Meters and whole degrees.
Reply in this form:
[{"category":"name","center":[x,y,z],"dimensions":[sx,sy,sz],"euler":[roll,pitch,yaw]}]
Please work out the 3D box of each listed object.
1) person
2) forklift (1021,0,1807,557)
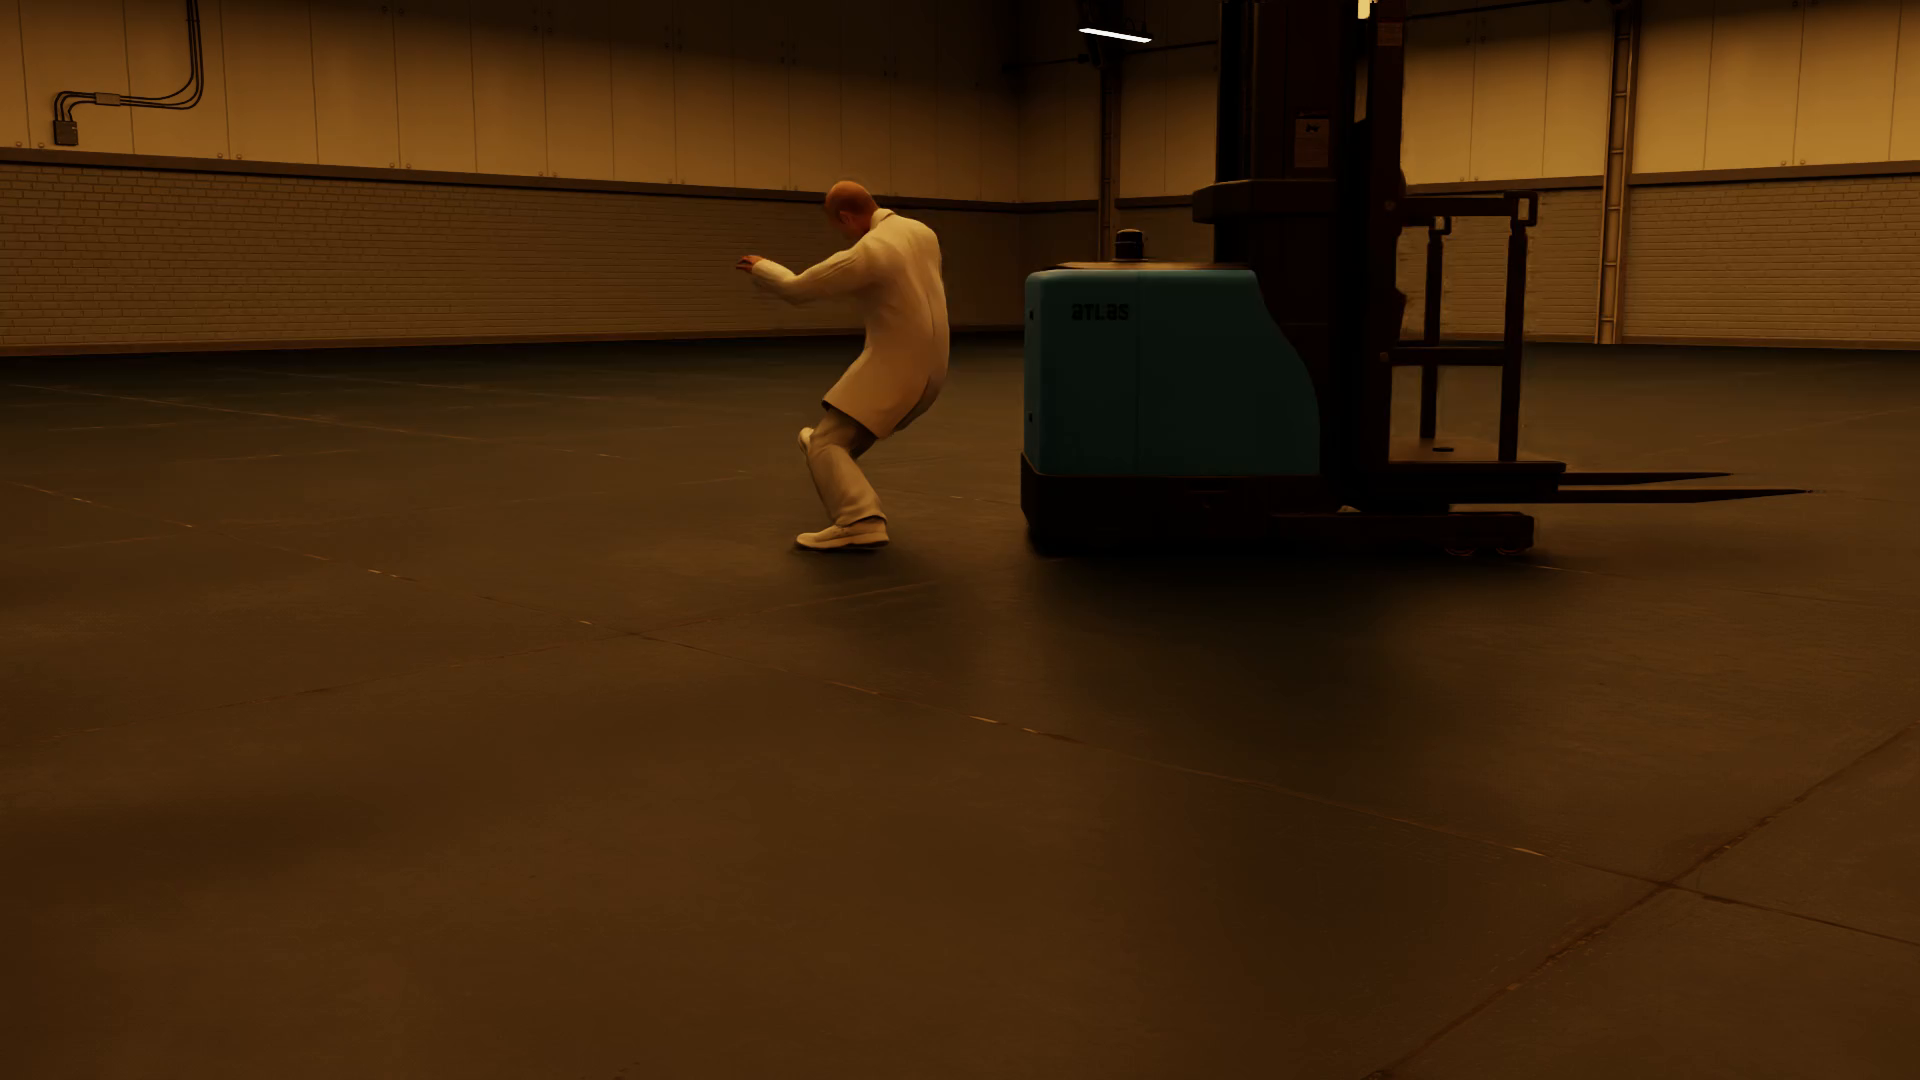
[{"category":"person","center":[-0.549,-0.744,6.992],"dimensions":[1.267,1.444,1.079],"euler":[7,11,38]},{"category":"forklift","center":[1.789,-1.464,6.598],"dimensions":[3.031,2.935,1.130],"euler":[0,9,-2]}]
